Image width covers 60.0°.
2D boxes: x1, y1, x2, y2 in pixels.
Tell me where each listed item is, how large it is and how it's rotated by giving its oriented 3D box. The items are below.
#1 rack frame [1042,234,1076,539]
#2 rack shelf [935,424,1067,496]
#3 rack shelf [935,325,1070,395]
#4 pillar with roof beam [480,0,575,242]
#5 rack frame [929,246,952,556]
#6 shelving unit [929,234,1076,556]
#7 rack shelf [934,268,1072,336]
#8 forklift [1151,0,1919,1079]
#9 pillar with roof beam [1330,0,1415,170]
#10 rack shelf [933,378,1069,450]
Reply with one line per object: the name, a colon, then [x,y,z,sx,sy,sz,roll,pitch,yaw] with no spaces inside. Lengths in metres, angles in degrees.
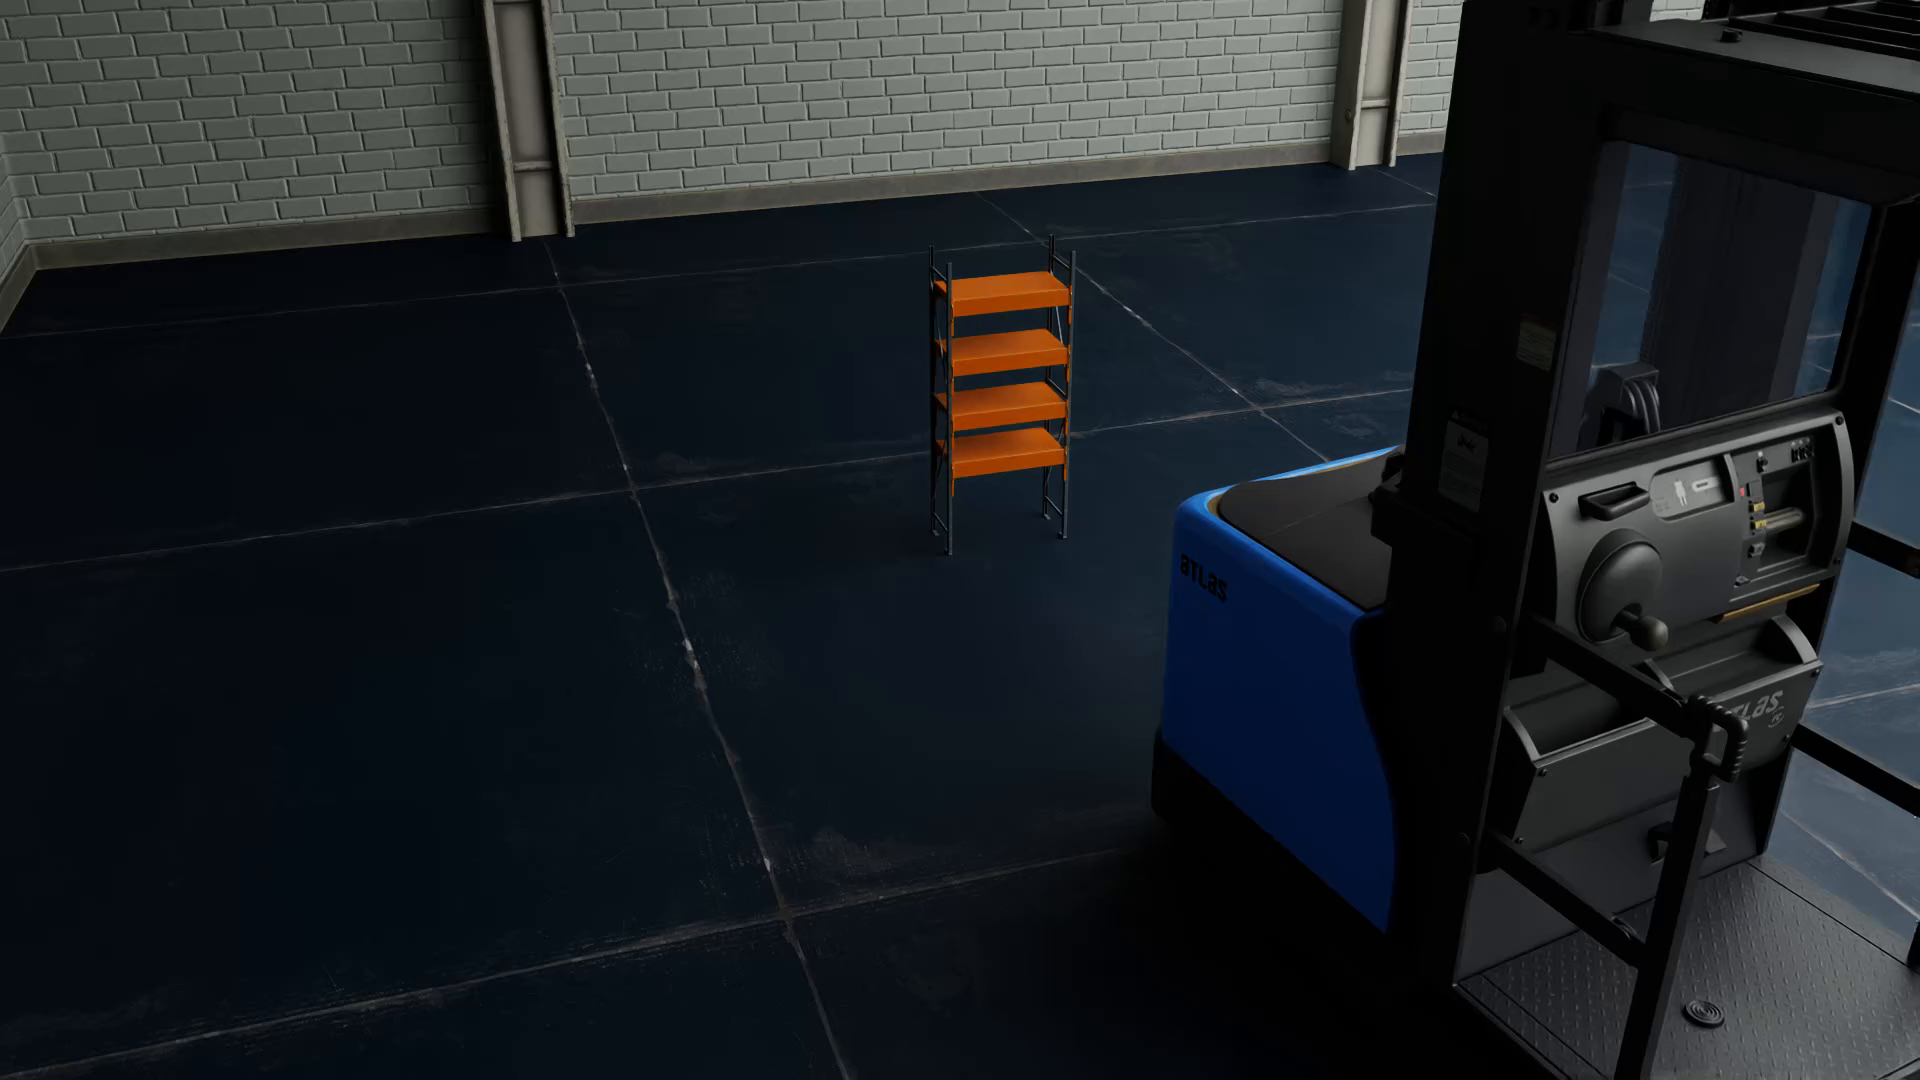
rack frame: [0.389,-0.594,6.597,0.015,1.200,0.240,-8,28,-16]
rack shelf: [0.157,-0.322,6.647,0.480,0.148,0.258,-8,28,-16]
rack shelf: [0.157,-0.700,6.460,0.480,0.148,0.258,-8,28,-16]
pillar with roof beam: [-1.374,-4.198,5.086,0.400,9.000,9.100,-8,28,-16]
rack frame: [-0.075,-0.527,6.461,0.015,1.200,0.240,-8,28,-16]
shelving unit: [0.157,-0.560,6.529,0.503,1.200,0.258,-8,28,-16]
rack shelf: [0.157,-0.912,6.354,0.480,0.148,0.258,-8,28,-16]
forklift: [1.711,0.009,3.435,1.130,2.935,3.031,-13,29,-25]
pillar with roof beam: [4.331,-5.024,6.750,0.400,9.000,9.100,-8,28,-16]
rack shelf: [0.157,-0.500,6.559,0.480,0.148,0.258,-8,28,-16]
